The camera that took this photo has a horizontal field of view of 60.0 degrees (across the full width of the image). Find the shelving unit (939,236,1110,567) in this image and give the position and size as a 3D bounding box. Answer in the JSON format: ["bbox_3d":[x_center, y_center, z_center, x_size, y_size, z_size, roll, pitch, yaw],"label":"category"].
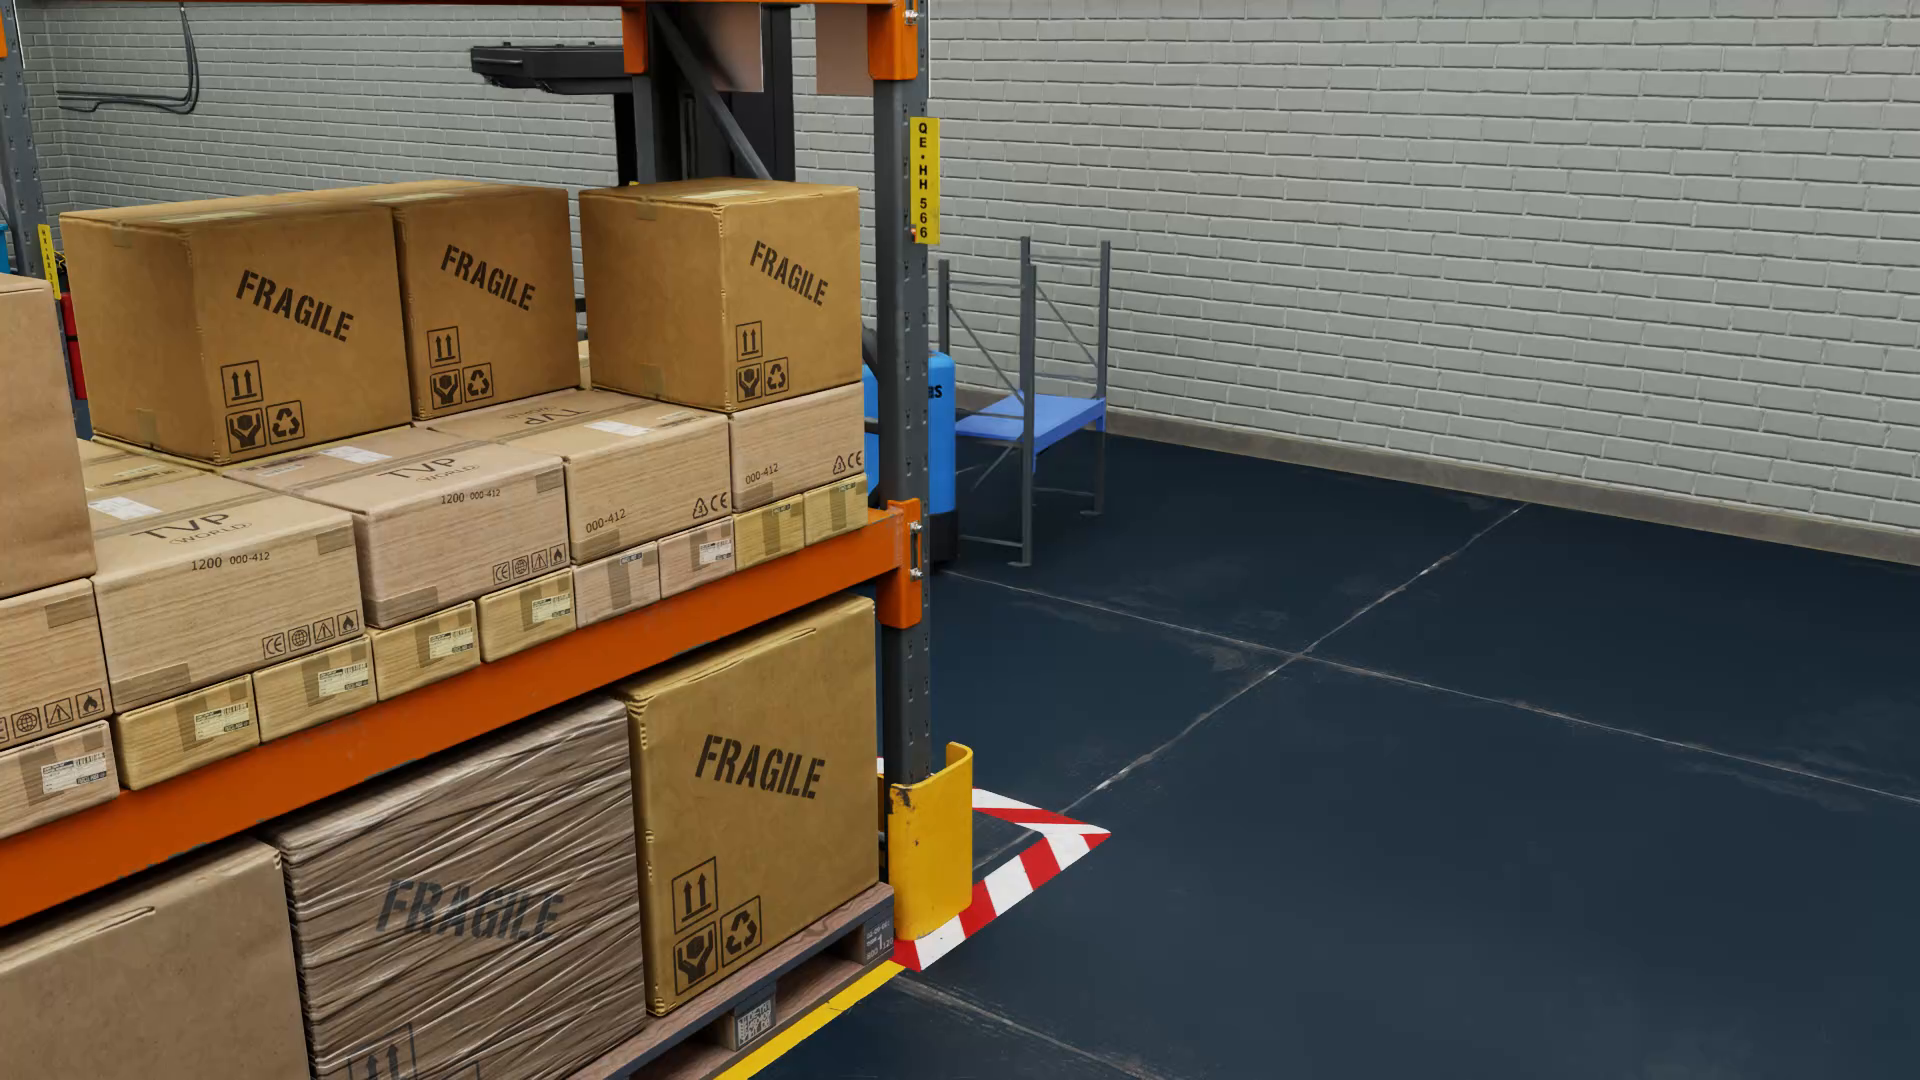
[{"bbox_3d":[0.345,-0.753,8.638,0.538,1.500,1.048,8,19,24],"label":"shelving unit"}]

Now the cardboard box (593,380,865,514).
[{"bbox_3d":[-0.598,-0.284,4.353,0.500,0.250,0.500,12,21,34],"label":"cardboard box"}]

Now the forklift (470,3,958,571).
[{"bbox_3d":[-1.545,-1.162,7.545,3.031,2.935,1.130,-10,20,-28],"label":"forklift"}]

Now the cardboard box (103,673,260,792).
[{"bbox_3d":[-1.535,0.313,3.101,0.380,0.149,0.250,12,21,33],"label":"cardboard box"}]

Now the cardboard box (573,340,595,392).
[{"bbox_3d":[-1.025,-0.380,4.662,0.500,0.250,0.500,12,21,33],"label":"cardboard box"}]

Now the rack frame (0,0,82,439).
[{"bbox_3d":[-4.500,-1.252,7.716,1.000,3.000,0.127,12,21,35],"label":"rack frame"}]

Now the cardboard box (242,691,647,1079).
[{"bbox_3d":[-1.381,0.821,3.916,0.875,0.875,0.875,12,21,35],"label":"cardboard box"}]

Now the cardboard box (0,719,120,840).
[{"bbox_3d":[-1.690,0.376,2.899,0.380,0.149,0.250,13,21,35],"label":"cardboard box"}]

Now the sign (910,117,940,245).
[{"bbox_3d":[-0.095,-0.943,4.372,0.100,0.325,0.005,12,21,35],"label":"sign"}]

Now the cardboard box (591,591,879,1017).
[{"bbox_3d":[-0.839,0.604,4.614,0.875,0.875,0.875,12,21,35],"label":"cardboard box"}]

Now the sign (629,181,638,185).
[{"bbox_3d":[-0.964,-0.927,5.078,0.100,0.325,0.005,12,21,35],"label":"sign"}]

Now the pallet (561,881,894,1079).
[{"bbox_3d":[-0.936,1.160,4.654,1.003,0.211,1.213,12,21,35],"label":"pallet"}]

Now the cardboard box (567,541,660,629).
[{"bbox_3d":[-0.924,0.068,3.891,0.380,0.149,0.250,13,21,36],"label":"cardboard box"}]

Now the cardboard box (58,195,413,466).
[{"bbox_3d":[-1.627,-0.495,3.766,0.500,0.500,0.500,12,21,33],"label":"cardboard box"}]

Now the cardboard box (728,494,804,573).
[{"bbox_3d":[-0.623,-0.051,4.274,0.380,0.149,0.250,13,21,35],"label":"cardboard box"}]

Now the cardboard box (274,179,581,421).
[{"bbox_3d":[-1.323,-0.619,4.167,0.500,0.500,0.500,12,21,33],"label":"cardboard box"}]

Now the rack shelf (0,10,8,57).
[{"bbox_3d":[-5.692,-1.864,5.844,1.077,0.370,4.000,12,21,35],"label":"rack shelf"}]

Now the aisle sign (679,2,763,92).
[{"bbox_3d":[-0.720,-1.688,4.738,0.394,0.787,0.004,12,21,35],"label":"aisle sign"}]

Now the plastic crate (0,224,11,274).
[{"bbox_3d":[-4.549,-1.184,7.339,0.616,0.435,0.499,12,21,35],"label":"plastic crate"}]

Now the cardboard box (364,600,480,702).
[{"bbox_3d":[-1.231,0.192,3.491,0.380,0.149,0.250,13,21,35],"label":"cardboard box"}]

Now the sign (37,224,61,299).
[{"bbox_3d":[-4.048,-1.236,7.392,0.100,0.325,0.005,12,21,35],"label":"sign"}]

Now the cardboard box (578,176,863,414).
[{"bbox_3d":[-0.601,-0.642,4.242,0.500,0.500,0.500,13,21,35],"label":"cardboard box"}]

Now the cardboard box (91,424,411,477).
[{"bbox_3d":[-1.632,-0.136,3.876,0.500,0.250,0.500,12,21,33],"label":"cardboard box"}]

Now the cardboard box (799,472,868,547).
[{"bbox_3d":[-0.470,-0.113,4.475,0.380,0.149,0.250,13,21,36],"label":"cardboard box"}]

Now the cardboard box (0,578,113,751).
[{"bbox_3d":[-1.811,0.198,2.799,0.500,0.250,0.500,13,22,36],"label":"cardboard box"}]

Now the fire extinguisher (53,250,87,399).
[{"bbox_3d":[-4.045,-0.992,7.640,0.296,0.674,0.183,12,21,35],"label":"fire extinguisher"}]

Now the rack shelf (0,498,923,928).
[{"bbox_3d":[-1.714,0.444,3.471,1.077,0.370,4.000,12,21,35],"label":"rack shelf"}]

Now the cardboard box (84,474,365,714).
[{"bbox_3d":[-1.511,0.082,3.172,0.500,0.250,0.500,12,21,35],"label":"cardboard box"}]

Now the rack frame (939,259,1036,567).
[{"bbox_3d":[0.129,-0.616,8.198,0.500,1.500,0.032,8,19,24],"label":"rack frame"}]

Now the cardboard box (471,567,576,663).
[{"bbox_3d":[-1.077,0.130,3.691,0.380,0.149,0.250,12,21,33],"label":"cardboard box"}]

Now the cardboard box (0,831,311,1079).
[{"bbox_3d":[-1.912,1.033,3.234,0.875,0.875,0.875,12,21,35],"label":"cardboard box"}]

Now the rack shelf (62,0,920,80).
[{"bbox_3d":[-1.714,-0.989,3.026,1.077,0.370,4.000,12,21,35],"label":"rack shelf"}]

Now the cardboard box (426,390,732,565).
[{"bbox_3d":[-0.901,-0.164,3.965,0.500,0.250,0.500,12,21,34],"label":"cardboard box"}]

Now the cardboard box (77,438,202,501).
[{"bbox_3d":[-1.938,-0.011,3.473,0.500,0.250,0.500,12,21,34],"label":"cardboard box"}]

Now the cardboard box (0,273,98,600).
[{"bbox_3d":[-1.809,-0.162,2.694,0.500,0.500,0.500,12,21,33],"label":"cardboard box"}]

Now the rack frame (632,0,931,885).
[{"bbox_3d":[-0.522,-0.376,4.898,1.000,3.000,0.127,12,21,35],"label":"rack frame"}]

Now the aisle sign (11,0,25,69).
[{"bbox_3d":[-4.222,-2.458,7.219,0.394,0.787,0.004,12,21,35],"label":"aisle sign"}]

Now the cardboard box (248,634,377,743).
[{"bbox_3d":[-1.381,0.251,3.302,0.380,0.149,0.250,13,21,36],"label":"cardboard box"}]

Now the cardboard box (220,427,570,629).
[{"bbox_3d":[-1.203,-0.043,3.574,0.500,0.250,0.500,12,21,33],"label":"cardboard box"}]

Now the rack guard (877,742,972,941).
[{"bbox_3d":[-0.508,0.812,5.287,1.175,0.500,0.348,12,21,35],"label":"rack guard"}]

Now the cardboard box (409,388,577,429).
[{"bbox_3d":[-1.329,-0.255,4.259,0.500,0.250,0.500,12,21,34],"label":"cardboard box"}]

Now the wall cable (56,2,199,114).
[{"bbox_3d":[-8.799,-5.668,17.059,3.097,2.526,0.112,12,21,35],"label":"wall cable"}]

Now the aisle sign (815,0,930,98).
[{"bbox_3d":[-0.238,-1.582,4.397,0.394,0.787,0.004,12,21,35],"label":"aisle sign"}]

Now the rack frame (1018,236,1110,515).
[{"bbox_3d":[0.560,-0.889,9.078,0.500,1.500,0.032,8,19,24],"label":"rack frame"}]

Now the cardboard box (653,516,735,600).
[{"bbox_3d":[-0.775,0.009,4.081,0.380,0.149,0.250,12,21,35],"label":"cardboard box"}]

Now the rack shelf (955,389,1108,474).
[{"bbox_3d":[0.345,-0.581,8.691,0.538,0.185,1.000,8,19,24],"label":"rack shelf"}]
